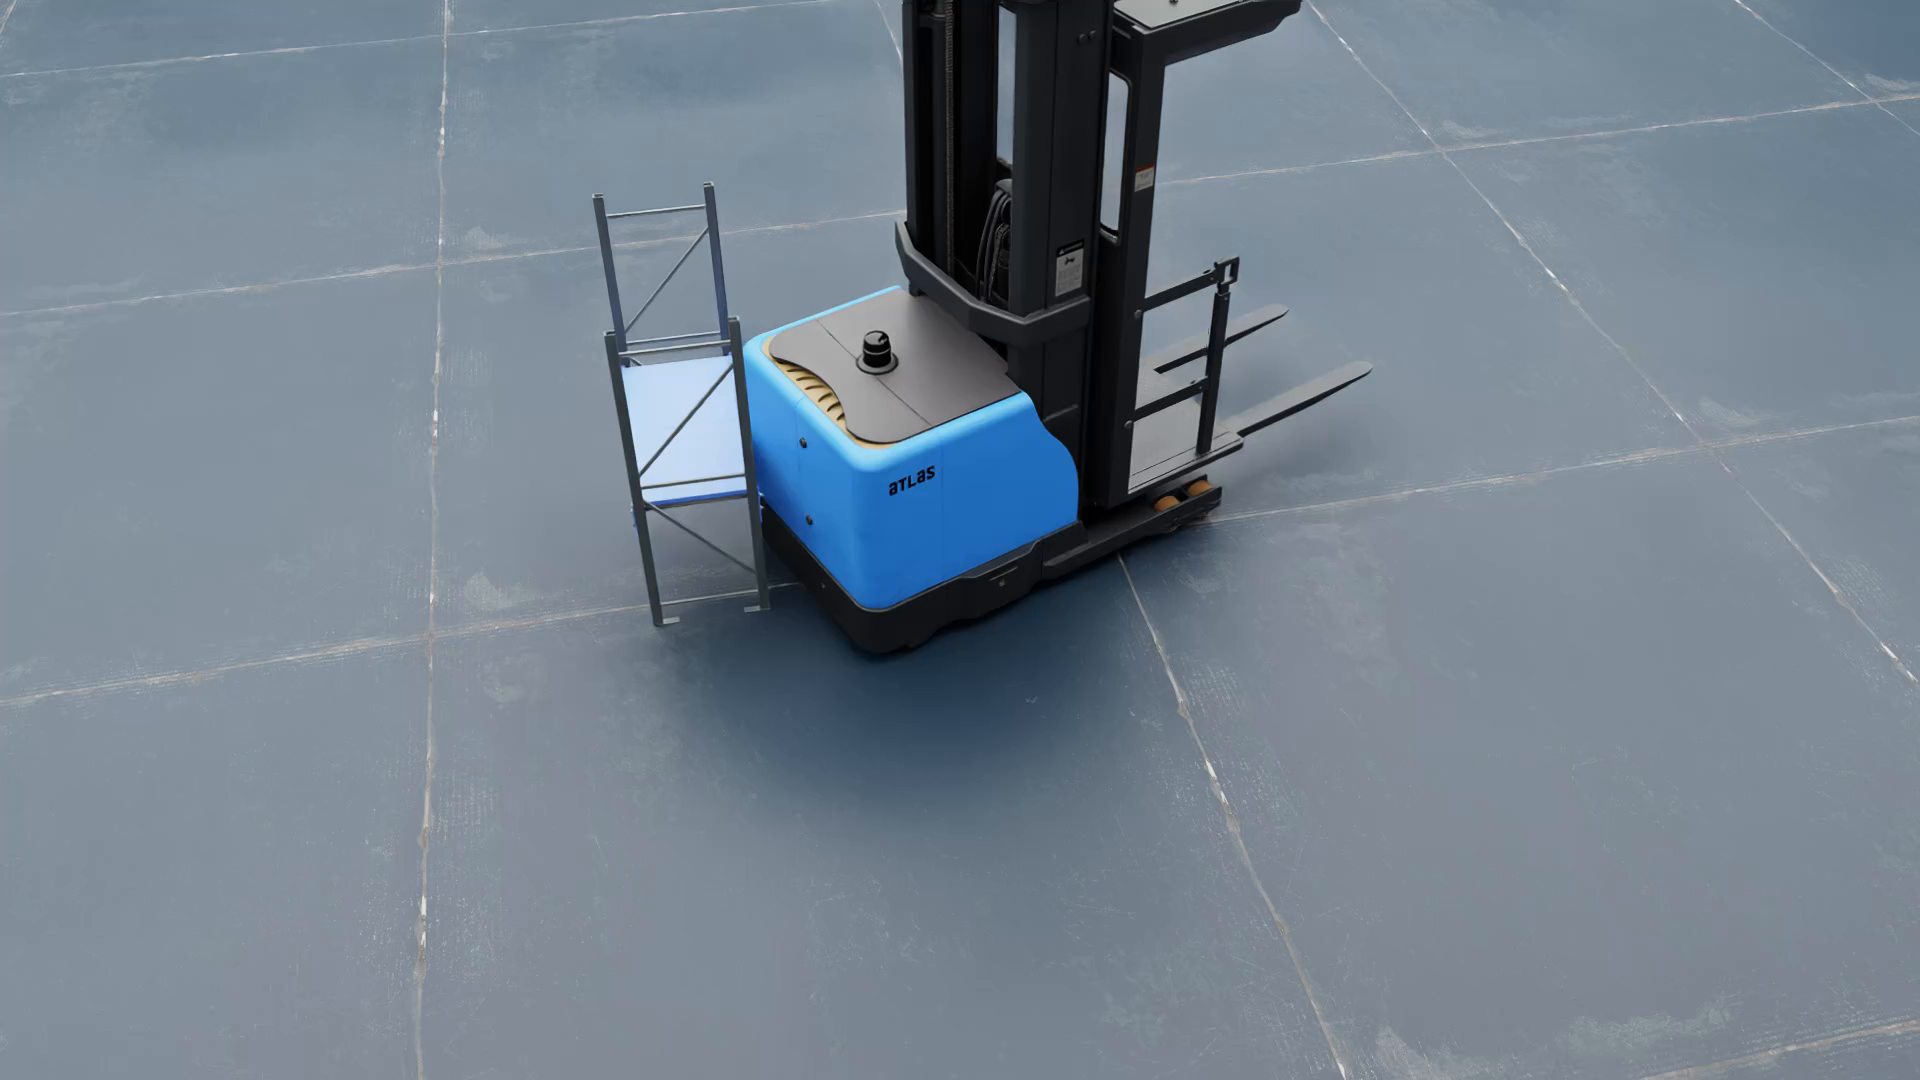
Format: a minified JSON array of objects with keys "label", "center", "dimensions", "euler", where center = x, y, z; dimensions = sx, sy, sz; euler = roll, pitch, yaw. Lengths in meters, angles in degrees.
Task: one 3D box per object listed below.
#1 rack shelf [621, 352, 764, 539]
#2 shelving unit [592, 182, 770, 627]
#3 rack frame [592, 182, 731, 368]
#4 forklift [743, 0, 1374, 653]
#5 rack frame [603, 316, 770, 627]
[{"label":"rack shelf","center":[-1.172,-0.429,7.156],"dimensions":[0.538,0.185,1.000],"euler":[-8,42,-9]},{"label":"shelving unit","center":[-1.172,-0.564,7.037],"dimensions":[0.538,1.500,1.048],"euler":[-8,42,-9]},{"label":"rack frame","center":[-1.275,-0.894,7.409],"dimensions":[0.500,1.500,0.032],"euler":[-8,42,-9]},{"label":"forklift","center":[0.592,-1.397,6.898],"dimensions":[3.031,2.935,1.130],"euler":[-24,47,-25]},{"label":"rack frame","center":[-1.069,-0.233,6.664],"dimensions":[0.500,1.500,0.032],"euler":[-8,42,-9]}]
